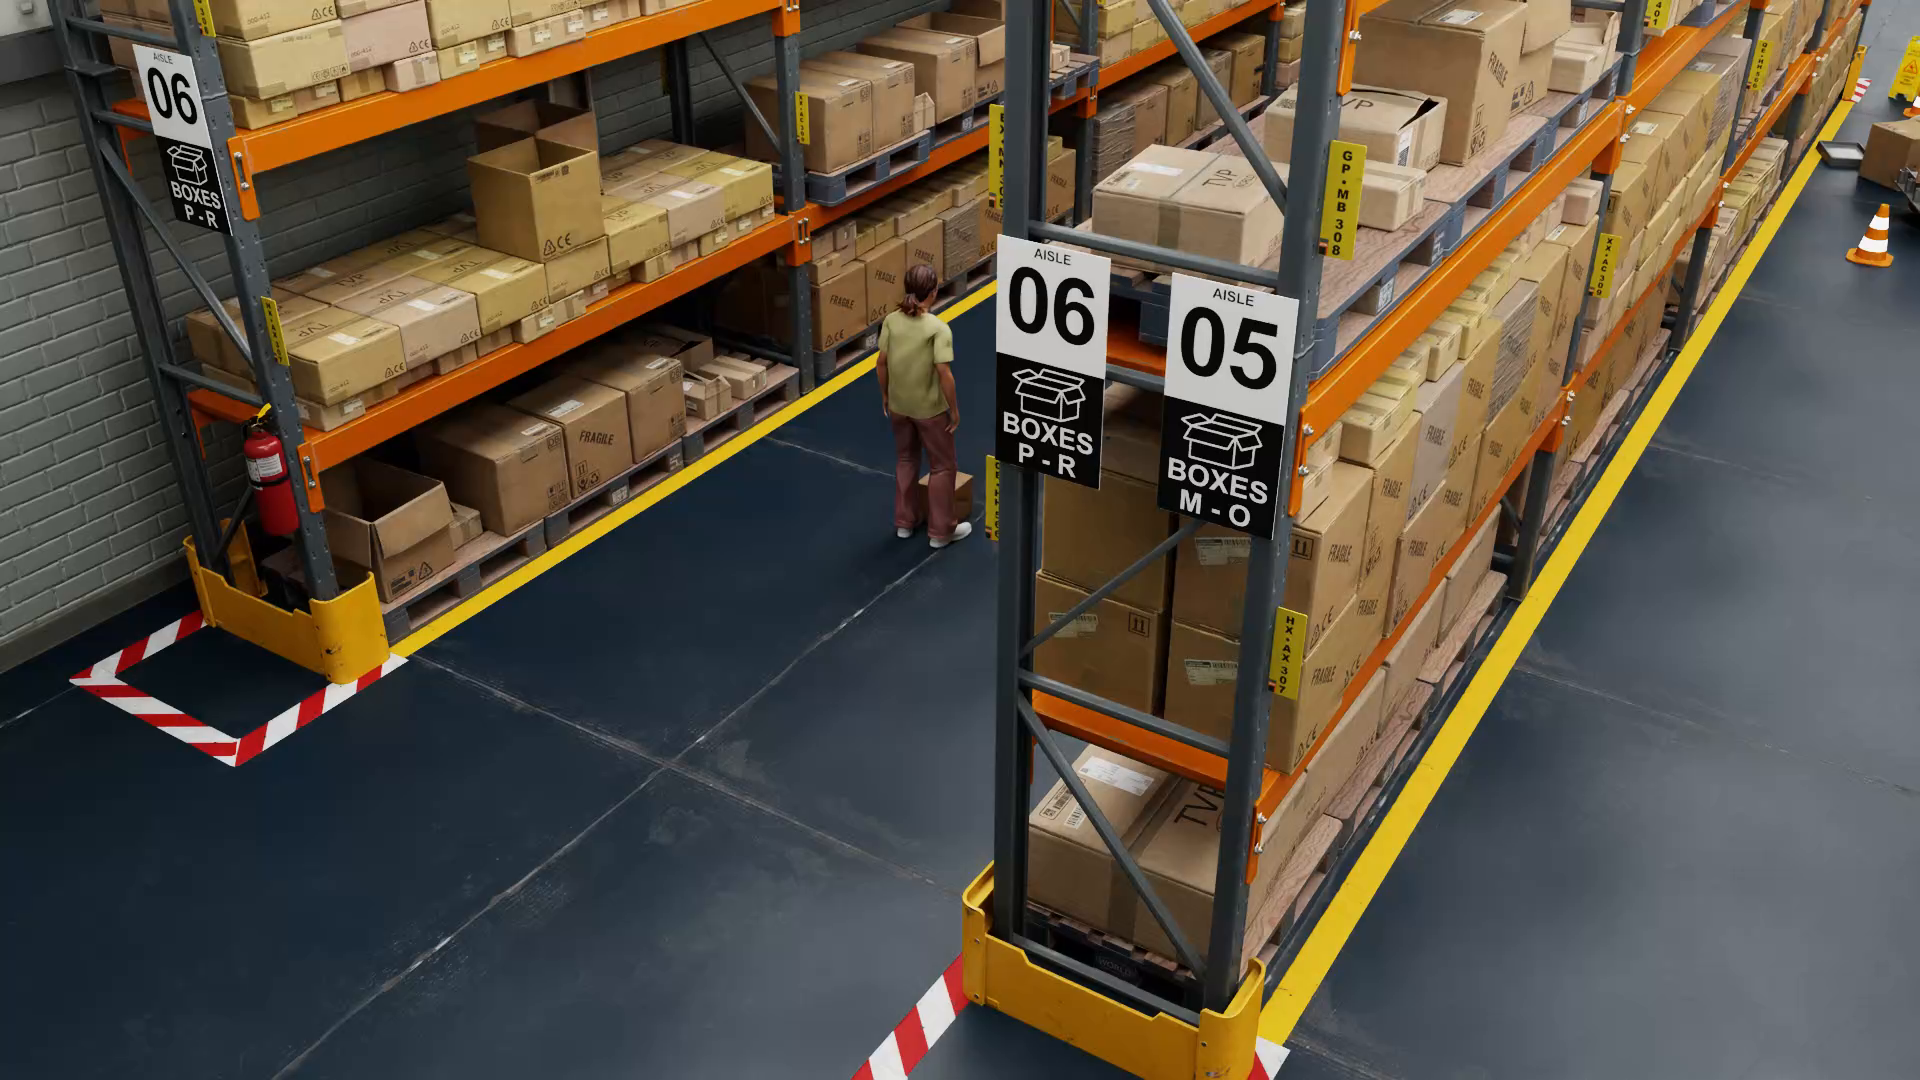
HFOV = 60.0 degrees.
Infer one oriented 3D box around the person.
[{"bbox_3d":[-0.217,-0.759,9.470,0.504,1.671,0.364,16,34,25],"label":"person"}]
